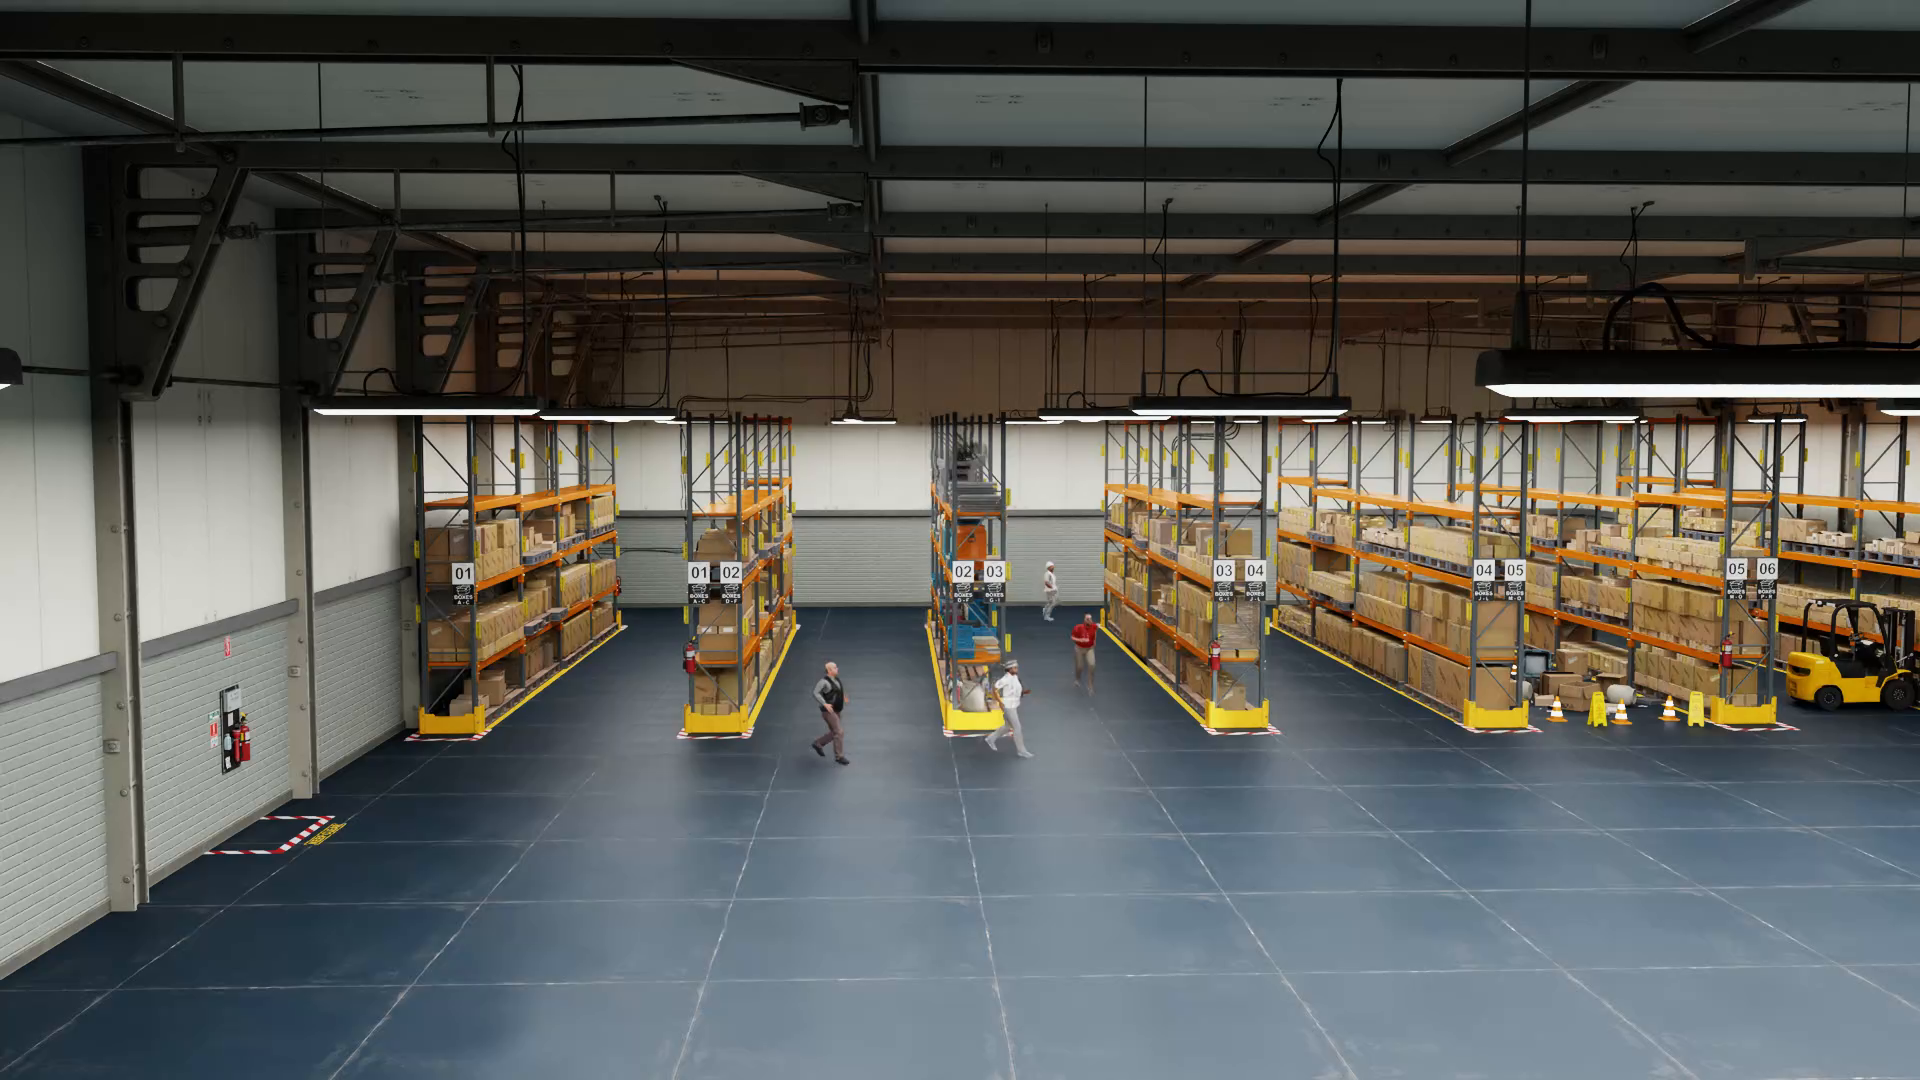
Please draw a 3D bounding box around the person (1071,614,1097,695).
[{"bbox_3d":[2.670,2.444,35.962,0.658,1.752,1.015,-1,4,-11],"label":"person"}]

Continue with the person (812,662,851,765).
[{"bbox_3d":[-2.214,2.939,28.322,0.803,1.725,0.665,2,4,23],"label":"person"}]

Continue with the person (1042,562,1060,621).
[{"bbox_3d":[2.693,1.508,49.212,0.528,1.741,0.677,1,4,12],"label":"person"}]

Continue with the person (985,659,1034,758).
[{"bbox_3d":[0.815,2.887,28.792,0.874,1.674,0.574,2,4,24],"label":"person"}]
